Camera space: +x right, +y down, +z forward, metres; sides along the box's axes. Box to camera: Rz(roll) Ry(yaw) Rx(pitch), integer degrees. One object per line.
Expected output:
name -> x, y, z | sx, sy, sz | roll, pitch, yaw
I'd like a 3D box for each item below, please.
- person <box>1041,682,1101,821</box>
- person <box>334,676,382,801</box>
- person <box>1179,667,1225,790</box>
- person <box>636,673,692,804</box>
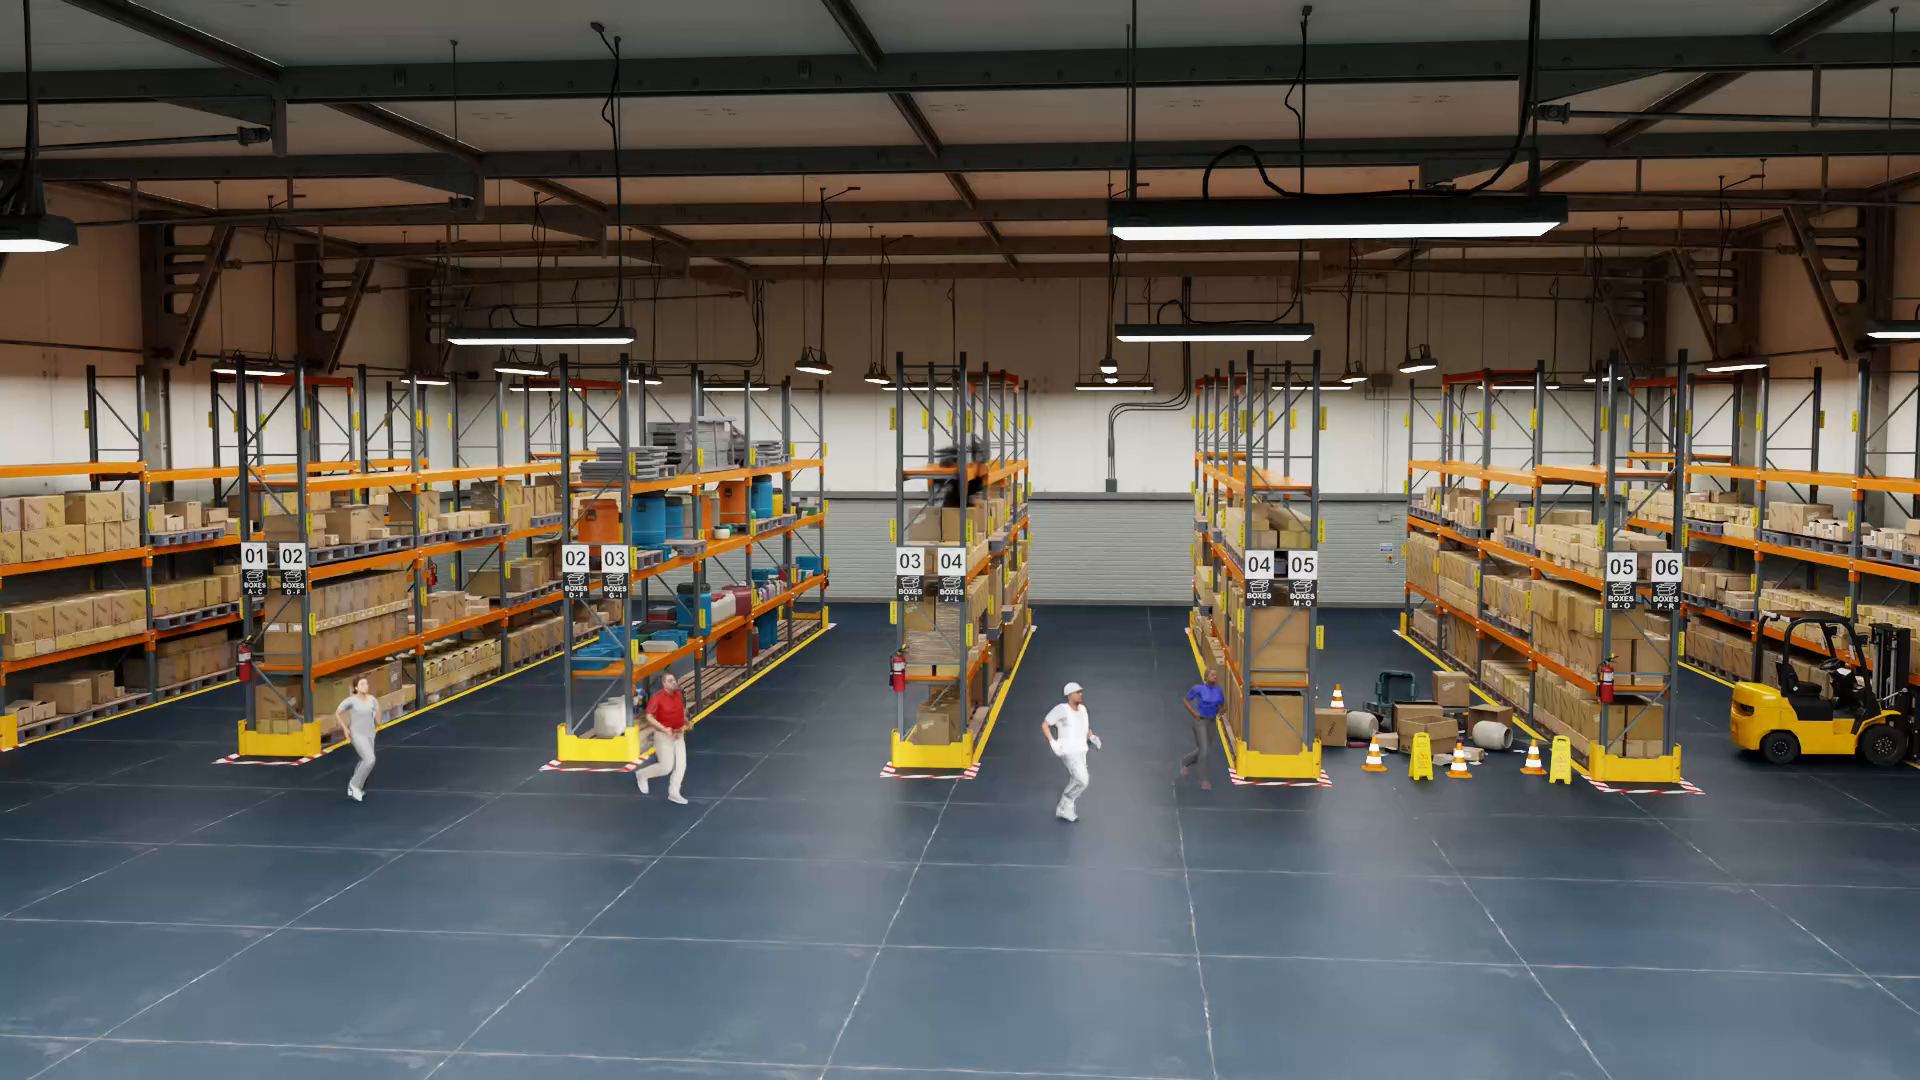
person -> 1.431, 2.648, 20.762 | 0.619, 1.735, 0.694 | 4, 5, 41
person -> -7.867, 2.606, 21.924 | 0.639, 1.642, 0.541 | 3, 5, 33
person -> 3.385, 2.582, 23.017 | 0.613, 1.660, 0.818 | -2, 5, -26
person -> -3.874, 2.607, 21.981 | 0.727, 1.717, 0.666 | 3, 5, 35
